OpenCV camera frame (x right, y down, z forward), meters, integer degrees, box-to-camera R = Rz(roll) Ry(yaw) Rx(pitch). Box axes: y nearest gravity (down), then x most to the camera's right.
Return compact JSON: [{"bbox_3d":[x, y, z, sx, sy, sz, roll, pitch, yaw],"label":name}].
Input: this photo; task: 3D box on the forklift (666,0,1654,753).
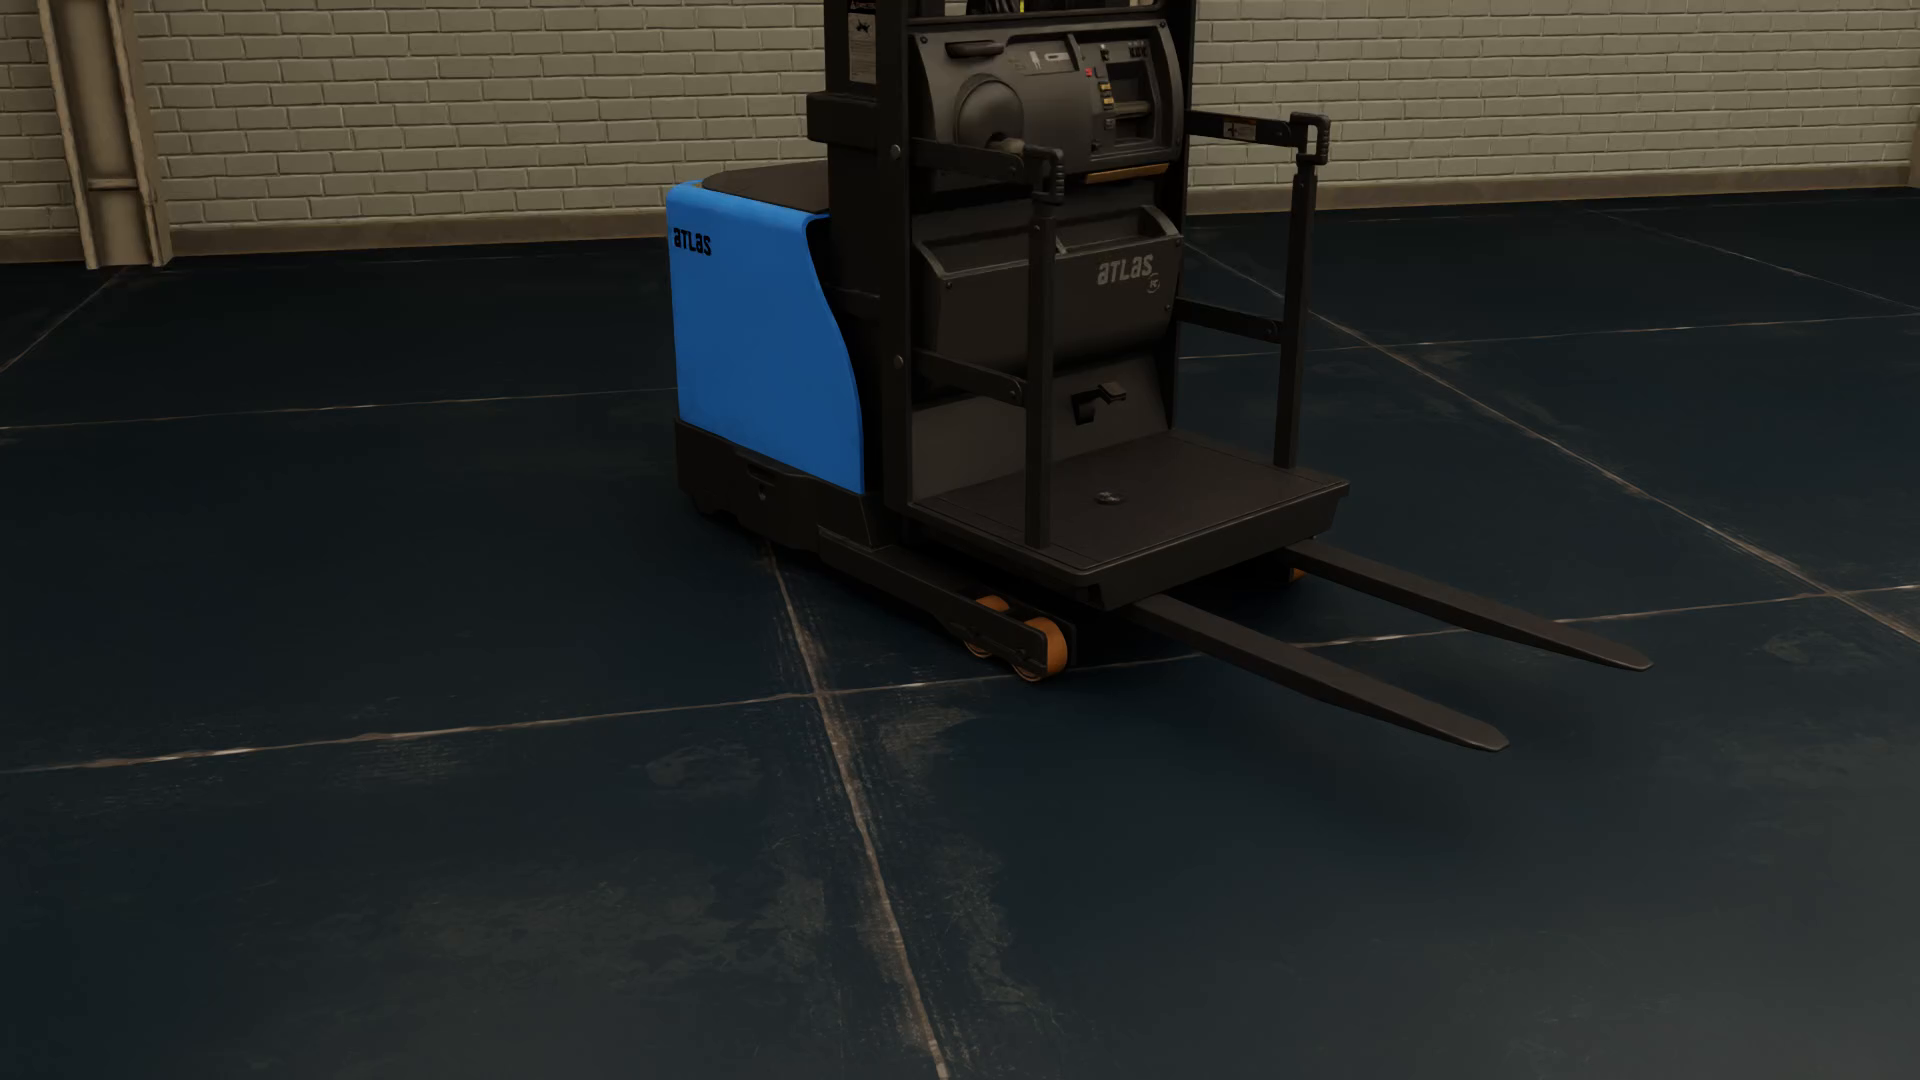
[{"bbox_3d":[0.398,-1.203,4.342,1.130,2.935,3.031,-17,27,-37],"label":"forklift"}]
